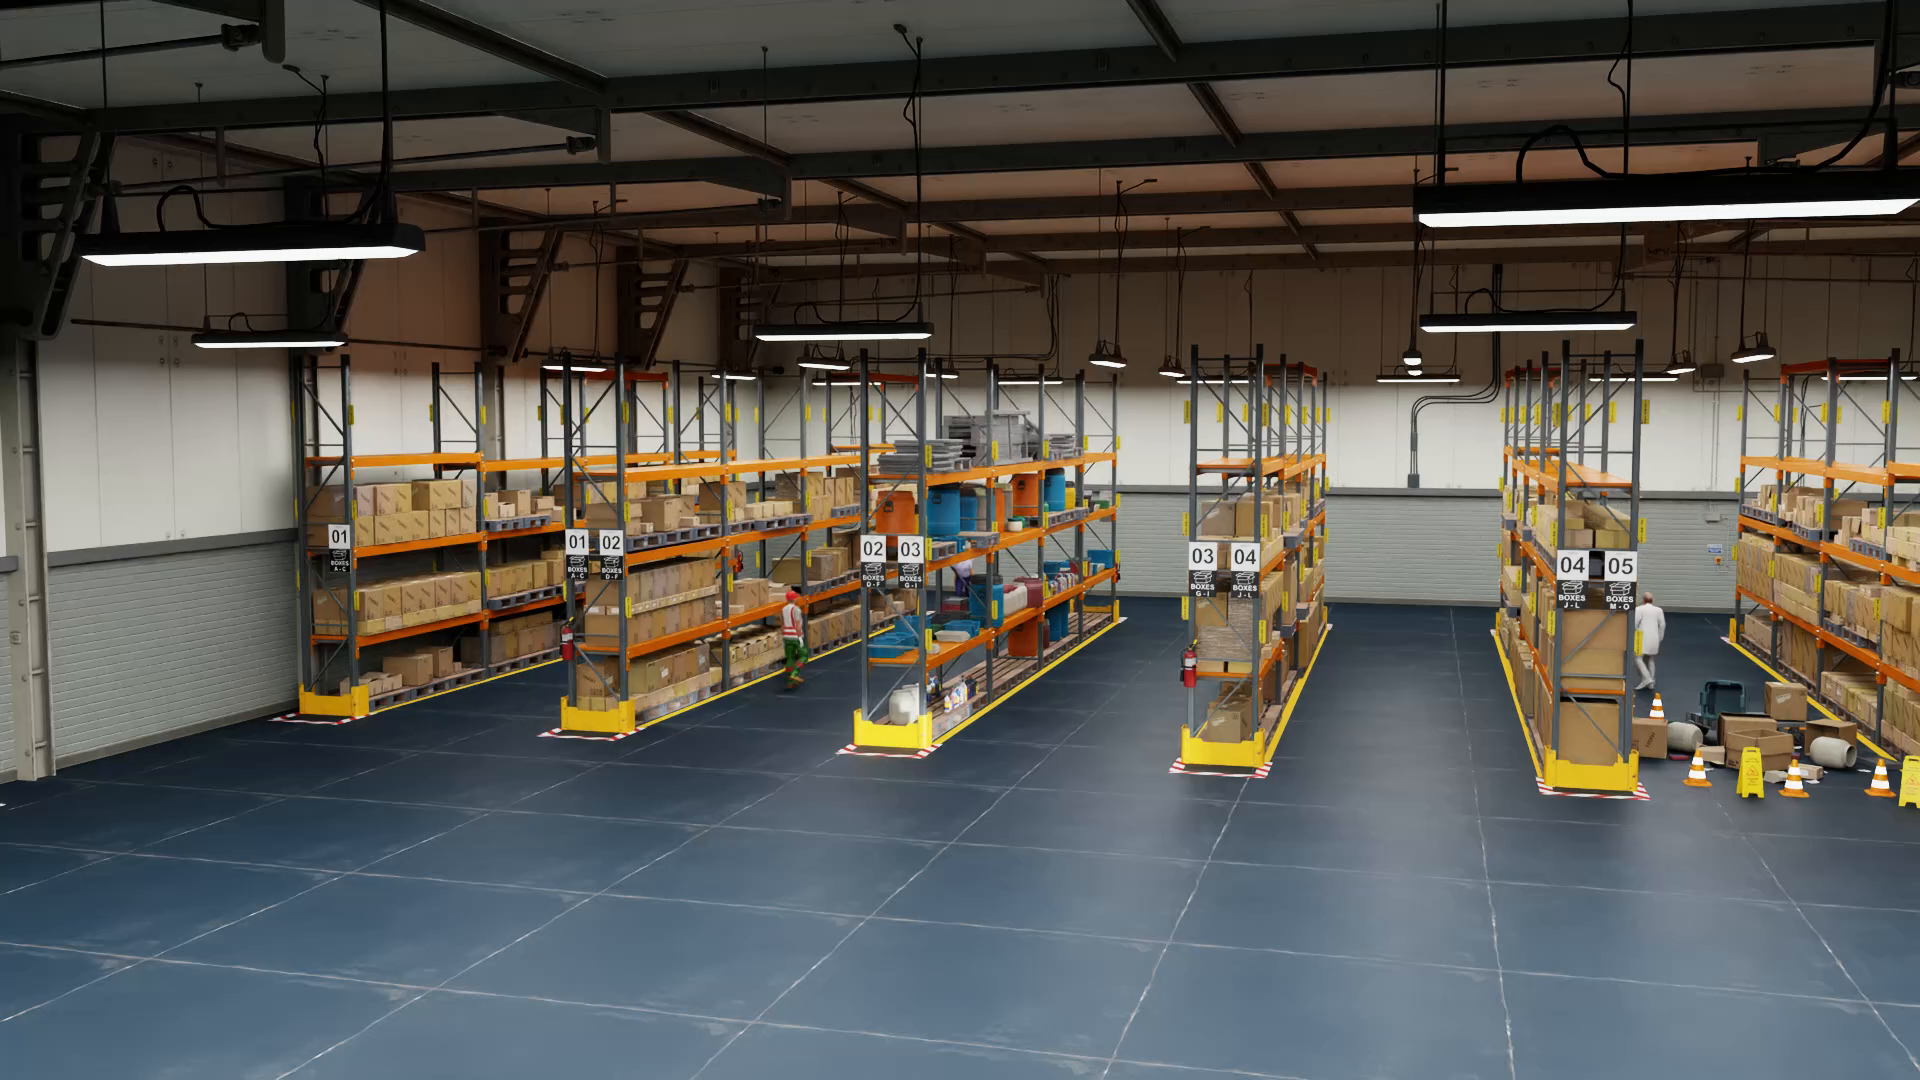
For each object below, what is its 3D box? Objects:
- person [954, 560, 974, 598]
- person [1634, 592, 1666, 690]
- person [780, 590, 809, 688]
[{"bbox_3d":[0.089,1.047,41.928,0.518,1.583,1.064,0,4,6],"label":"person"},{"bbox_3d":[12.609,1.906,30.426,0.659,1.655,0.668,-1,4,-8],"label":"person"},{"bbox_3d":[-3.094,1.820,30.551,0.579,1.777,0.503,2,5,26],"label":"person"}]
